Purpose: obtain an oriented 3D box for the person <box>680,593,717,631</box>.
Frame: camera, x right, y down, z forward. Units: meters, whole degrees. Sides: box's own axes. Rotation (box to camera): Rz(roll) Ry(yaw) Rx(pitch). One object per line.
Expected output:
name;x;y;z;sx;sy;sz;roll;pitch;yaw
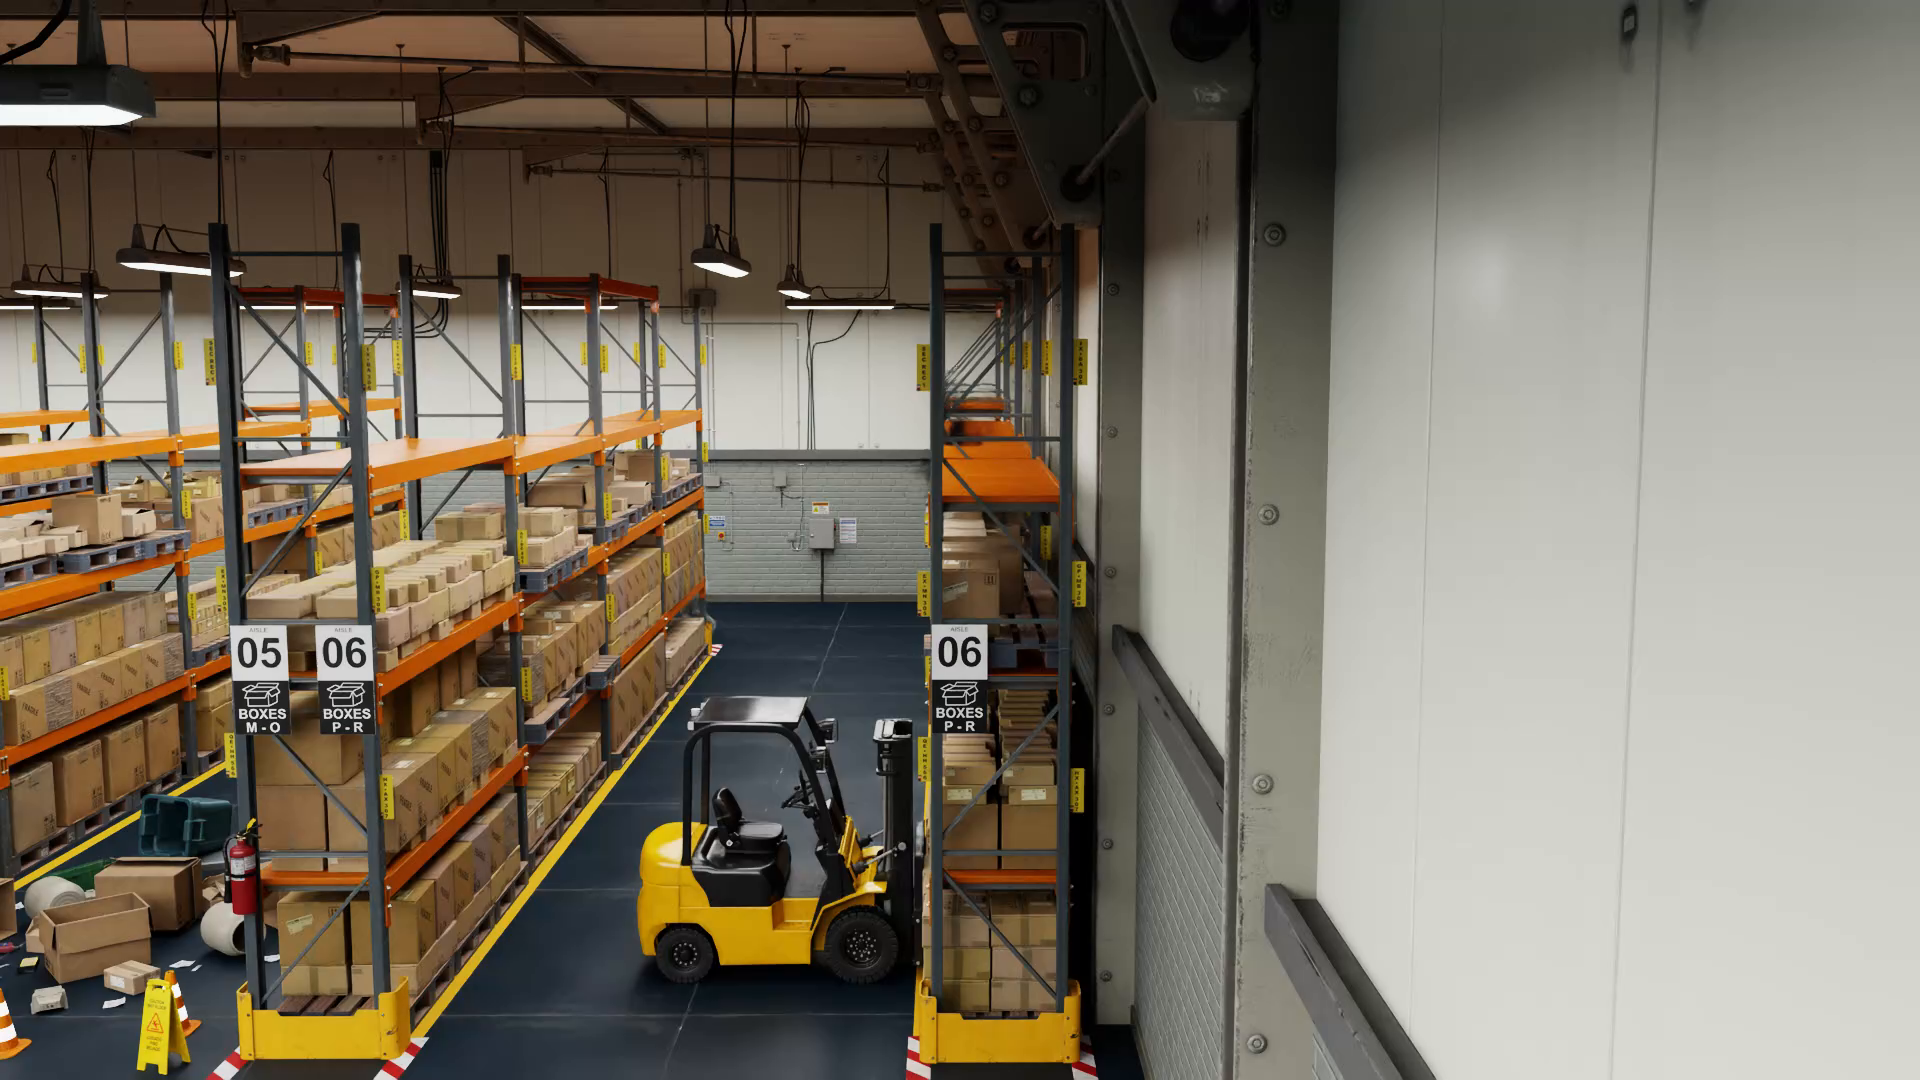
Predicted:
person;-4.735;0.940;29.262;0.765;1.639;0.673;3;7;23
